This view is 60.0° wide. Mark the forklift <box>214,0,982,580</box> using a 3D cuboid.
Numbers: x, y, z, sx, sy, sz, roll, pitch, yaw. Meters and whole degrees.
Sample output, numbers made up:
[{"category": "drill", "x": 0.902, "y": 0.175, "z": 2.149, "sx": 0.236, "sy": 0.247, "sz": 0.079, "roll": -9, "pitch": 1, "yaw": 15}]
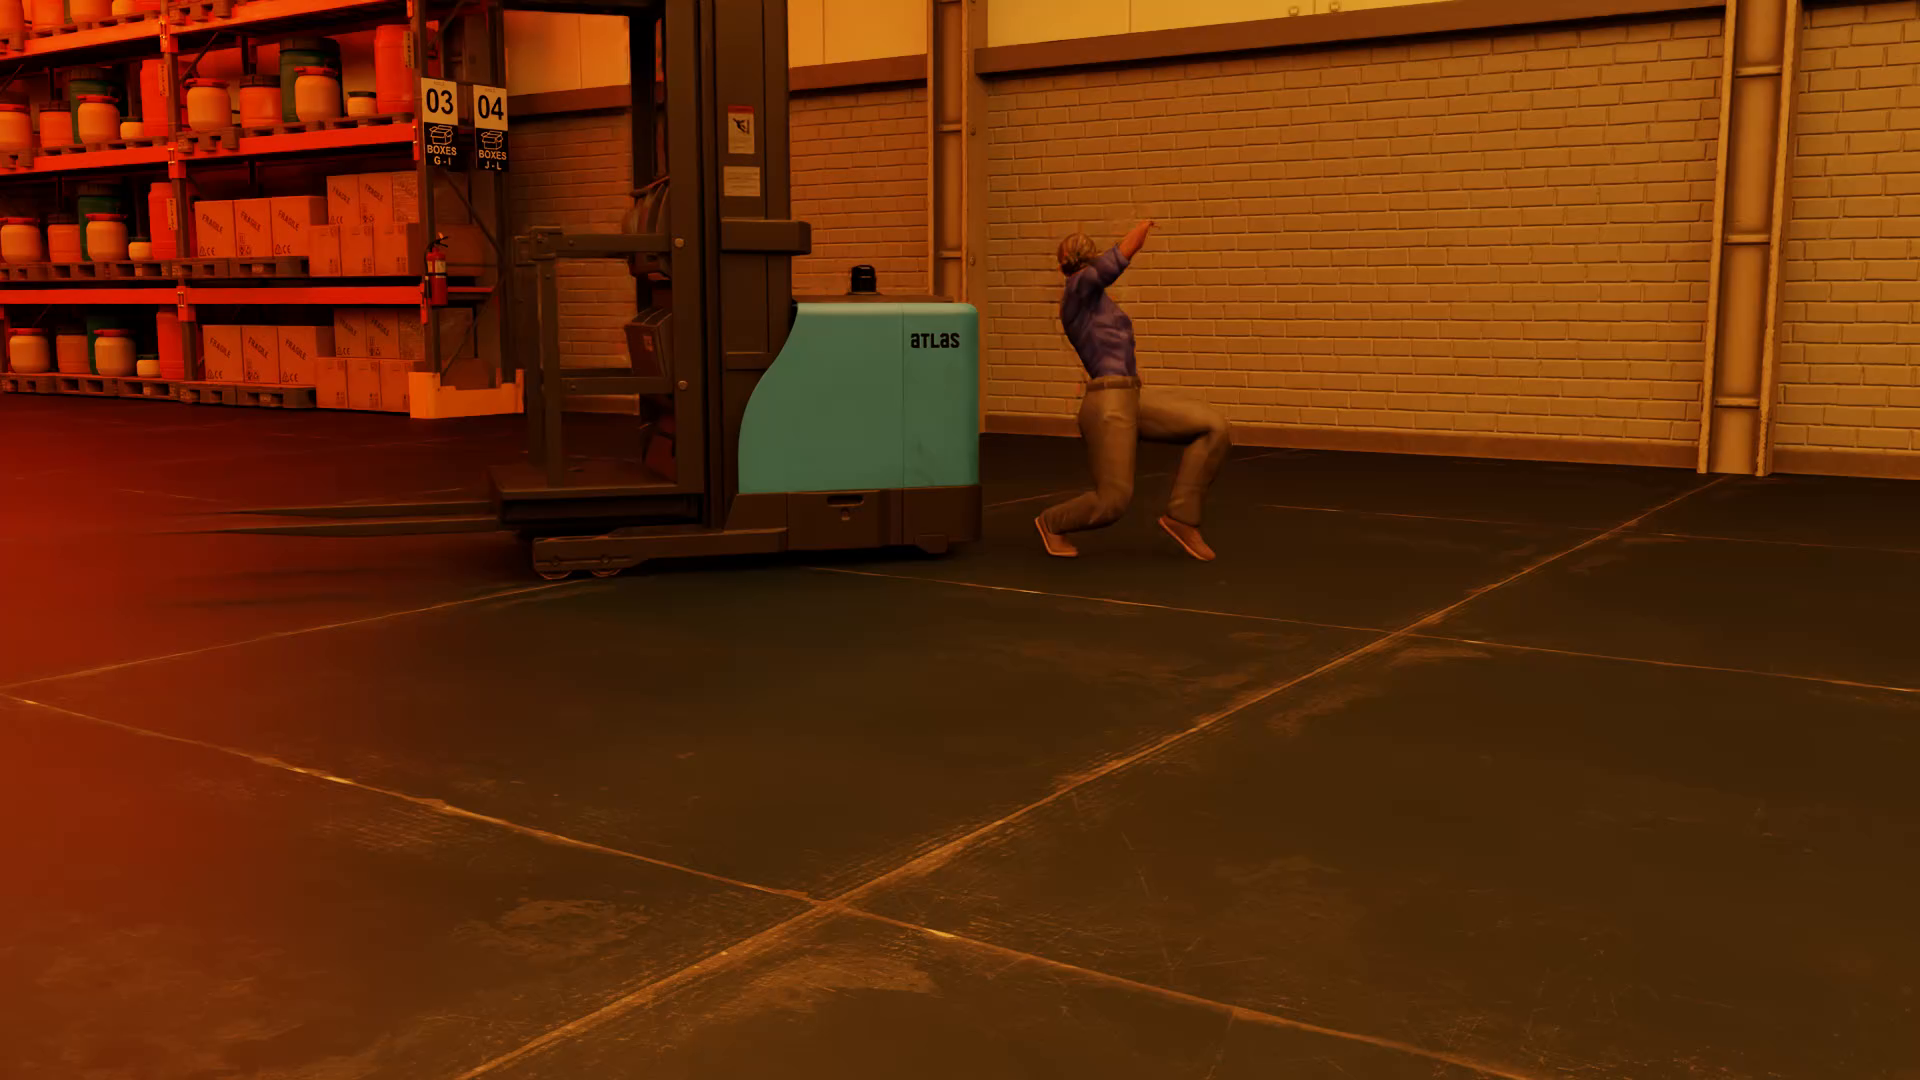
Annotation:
[{"category": "forklift", "x": -1.481, "y": -1.377, "z": 6.878, "sx": 3.031, "sy": 2.935, "sz": 1.130, "roll": -3, "pitch": 9, "yaw": -18}]

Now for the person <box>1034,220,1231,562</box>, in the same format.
[{"category": "person", "x": 0.802, "y": -0.650, "z": 7.203, "sx": 0.841, "sy": 1.441, "sz": 1.002, "roll": 4, "pitch": 9, "yaw": 23}]
